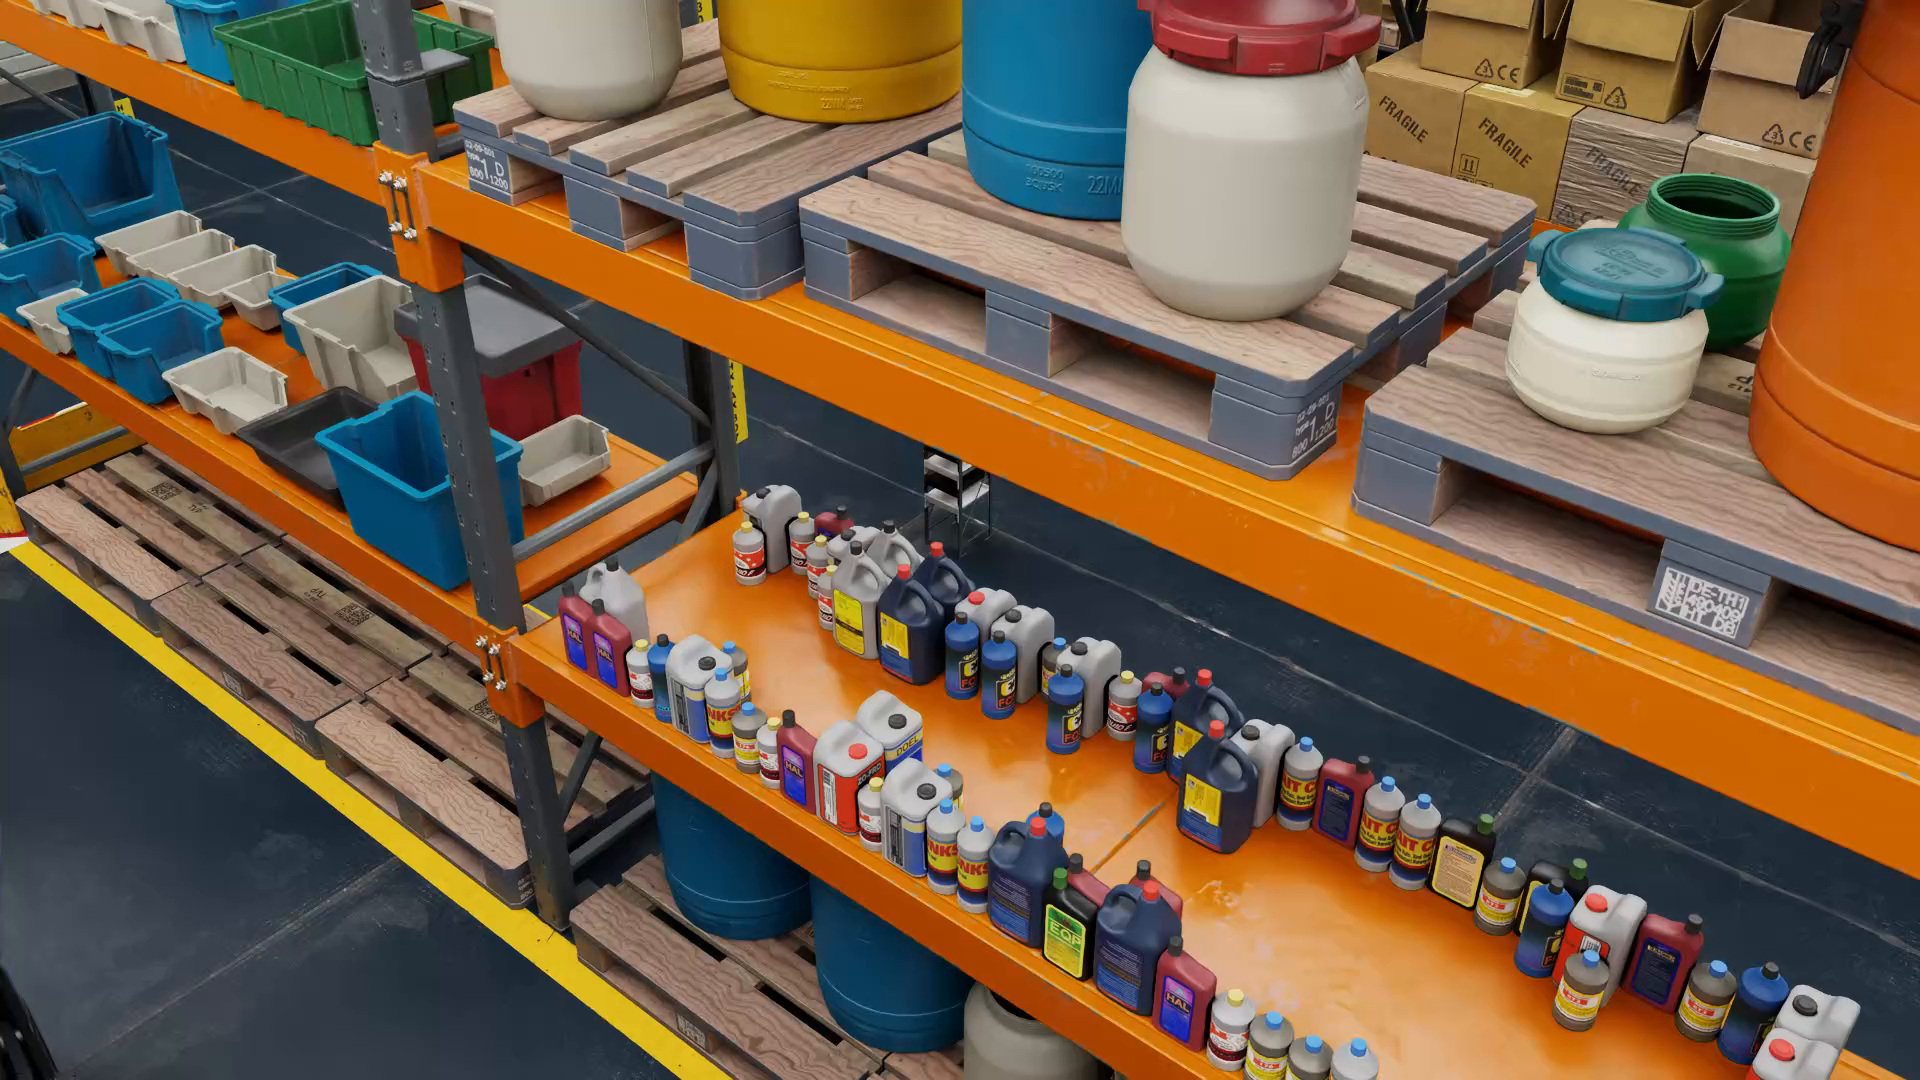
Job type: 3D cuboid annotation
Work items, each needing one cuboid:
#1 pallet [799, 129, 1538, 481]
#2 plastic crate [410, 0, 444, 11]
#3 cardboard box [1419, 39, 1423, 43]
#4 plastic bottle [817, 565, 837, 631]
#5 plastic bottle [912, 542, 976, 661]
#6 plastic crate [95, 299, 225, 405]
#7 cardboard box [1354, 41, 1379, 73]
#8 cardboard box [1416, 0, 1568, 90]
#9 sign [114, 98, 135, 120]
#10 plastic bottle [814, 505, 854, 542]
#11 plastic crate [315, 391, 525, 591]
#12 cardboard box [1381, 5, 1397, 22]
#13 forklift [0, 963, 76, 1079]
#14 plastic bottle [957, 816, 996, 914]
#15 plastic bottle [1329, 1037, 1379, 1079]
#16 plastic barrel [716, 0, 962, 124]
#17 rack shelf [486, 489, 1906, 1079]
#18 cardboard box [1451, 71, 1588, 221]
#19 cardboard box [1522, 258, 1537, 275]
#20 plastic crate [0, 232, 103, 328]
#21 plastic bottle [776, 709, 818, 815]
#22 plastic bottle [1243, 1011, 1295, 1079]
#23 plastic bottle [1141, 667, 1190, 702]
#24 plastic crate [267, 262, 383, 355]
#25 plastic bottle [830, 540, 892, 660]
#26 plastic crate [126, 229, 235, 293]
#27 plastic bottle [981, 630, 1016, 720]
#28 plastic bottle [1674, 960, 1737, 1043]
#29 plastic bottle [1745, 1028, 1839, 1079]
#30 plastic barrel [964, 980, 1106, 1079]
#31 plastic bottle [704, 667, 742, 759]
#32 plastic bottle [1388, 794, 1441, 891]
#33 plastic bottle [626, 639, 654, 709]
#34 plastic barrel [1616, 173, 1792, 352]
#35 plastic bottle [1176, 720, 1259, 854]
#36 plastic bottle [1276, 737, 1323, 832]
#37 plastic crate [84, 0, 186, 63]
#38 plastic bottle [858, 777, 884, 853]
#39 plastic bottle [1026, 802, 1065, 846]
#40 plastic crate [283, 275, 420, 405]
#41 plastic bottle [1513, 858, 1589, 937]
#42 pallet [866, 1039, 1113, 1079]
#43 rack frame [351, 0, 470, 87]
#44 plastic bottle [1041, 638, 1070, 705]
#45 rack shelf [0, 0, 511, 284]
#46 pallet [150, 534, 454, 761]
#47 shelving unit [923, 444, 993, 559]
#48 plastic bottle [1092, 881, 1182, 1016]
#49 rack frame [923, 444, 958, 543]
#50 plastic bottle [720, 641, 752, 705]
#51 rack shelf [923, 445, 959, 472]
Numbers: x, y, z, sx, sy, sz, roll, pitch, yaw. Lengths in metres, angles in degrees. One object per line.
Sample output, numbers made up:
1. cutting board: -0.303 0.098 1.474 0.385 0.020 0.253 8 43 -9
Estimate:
1. pallet: 0.431 -0.617 3.516 1.213 0.211 1.003 25 42 32
2. plastic crate: -1.886 -1.861 5.277 0.590 0.269 0.497 25 42 32
3. cardboard box: 2.596 -2.255 8.296 0.500 0.500 0.500 25 42 32
4. plastic bottle: -0.382 0.168 5.032 0.097 0.201 0.097 0 34 0
5. plastic bottle: -0.049 0.168 4.899 0.185 0.351 0.144 25 42 32
6. plastic crate: -2.960 -0.696 6.208 0.300 0.233 0.416 25 42 32
7. cardboard box: 1.868 -2.609 8.770 0.500 0.250 0.500 24 41 31
8. cardboard box: 2.558 -2.491 7.754 0.637 0.503 0.797 24 41 31
9. sign: -3.842 -1.871 7.680 0.005 0.325 0.100 25 42 32
10. plastic bottle: -0.390 0.005 5.197 0.133 0.283 0.061 25 42 32
11. plastic crate: -1.684 -0.148 5.278 0.575 0.384 0.392 25 42 32
12. cardboard box: 3.524 -4.205 13.107 0.250 0.149 0.380 28 43 34
13. forklift: -2.407 1.282 3.295 1.130 2.935 3.031 -25 41 -31
14. plastic bottle: 0.041 0.785 4.070 0.097 0.271 0.097 0 34 0
15. plastic bottle: 0.829 1.157 3.529 0.097 0.271 0.097 0 34 0
16. plastic barrel: -0.276 -1.354 3.886 0.600 0.588 0.600 0 34 0
17. rack shelf: 0.430 0.911 4.409 4.000 0.370 1.077 25 42 32
18. cardboard box: 2.642 -1.849 7.704 0.500 0.500 0.500 25 42 32
19. cardboard box: 3.254 -1.015 8.085 0.875 0.875 1.225 24 41 30
20. plastic crate: -3.696 -1.043 6.714 0.300 0.233 0.416 25 42 32
21. plastic bottle: -0.416 0.579 4.361 0.133 0.283 0.061 25 42 32
22. plastic bottle: 0.680 1.115 3.652 0.097 0.201 0.097 0 34 0
23. plastic bottle: 0.559 0.452 4.545 0.133 0.283 0.061 25 42 32
24. plastic crate: -2.439 -0.882 6.479 0.300 0.233 0.416 25 42 32
25. plastic bottle: -0.284 0.164 4.905 0.185 0.351 0.144 25 42 32
26. plastic crate: -3.225 -1.147 6.950 0.243 0.136 0.396 25 42 32
27. plastic bottle: 0.109 0.370 4.675 0.097 0.271 0.097 0 34 0
28. plastic bottle: 1.695 1.035 3.769 0.097 0.201 0.097 0 34 0
29. plastic bottle: 1.744 1.159 3.522 0.135 0.276 0.152 25 42 32
30. plastic barrel: 0.221 1.447 4.820 0.421 0.512 0.421 0 34 0
31. plastic bottle: -0.642 0.463 4.539 0.097 0.271 0.097 0 34 0
32. plastic bottle: 1.134 0.742 4.134 0.097 0.271 0.097 0 34 0
33. plastic bottle: -0.895 0.373 4.733 0.097 0.201 0.097 0 34 0
34. plastic barrel: 1.300 -0.490 2.931 0.294 0.245 0.294 0 34 0
35. plastic bottle: 0.661 0.615 4.248 0.185 0.351 0.144 25 42 32
36. plastic bottle: 0.882 0.623 4.307 0.097 0.271 0.097 0 34 0
37. plastic crate: -2.328 -1.532 4.915 0.466 0.136 0.293 25 42 32
38. plastic bottle: -0.212 0.695 4.264 0.097 0.201 0.097 0 34 0
39. plastic bottle: 0.208 0.758 4.110 0.097 0.271 0.097 0 34 0
40. plastic crate: -2.163 -0.719 6.199 0.530 0.282 0.437 25 42 32
41. plastic bottle: 1.412 0.854 3.960 0.133 0.283 0.061 25 42 32
42. pallet: 0.401 1.779 4.973 1.213 0.211 1.003 25 42 32
43. rack frame: -1.107 -2.583 3.562 0.127 3.000 1.000 25 42 32
44. plastic bottle: 0.281 0.368 4.740 0.097 0.201 0.097 0 34 0
45. rack shelf: -2.644 -1.774 5.669 4.000 0.370 1.077 25 42 32
46. pallet: -2.639 0.349 7.056 1.213 0.211 1.003 25 42 32
47. shelving unit: -0.006 -0.374 7.500 0.210 0.900 0.258 25 42 32
48. plastic bottle: 0.409 0.909 3.820 0.185 0.351 0.144 25 42 32
49. rack frame: -0.084 -0.411 7.553 0.006 0.900 0.240 25 42 32
50. plastic bottle: -0.649 0.377 4.726 0.097 0.201 0.097 0 34 0
51. rack shelf: -0.006 -0.421 7.467 0.200 0.077 0.258 25 42 32
